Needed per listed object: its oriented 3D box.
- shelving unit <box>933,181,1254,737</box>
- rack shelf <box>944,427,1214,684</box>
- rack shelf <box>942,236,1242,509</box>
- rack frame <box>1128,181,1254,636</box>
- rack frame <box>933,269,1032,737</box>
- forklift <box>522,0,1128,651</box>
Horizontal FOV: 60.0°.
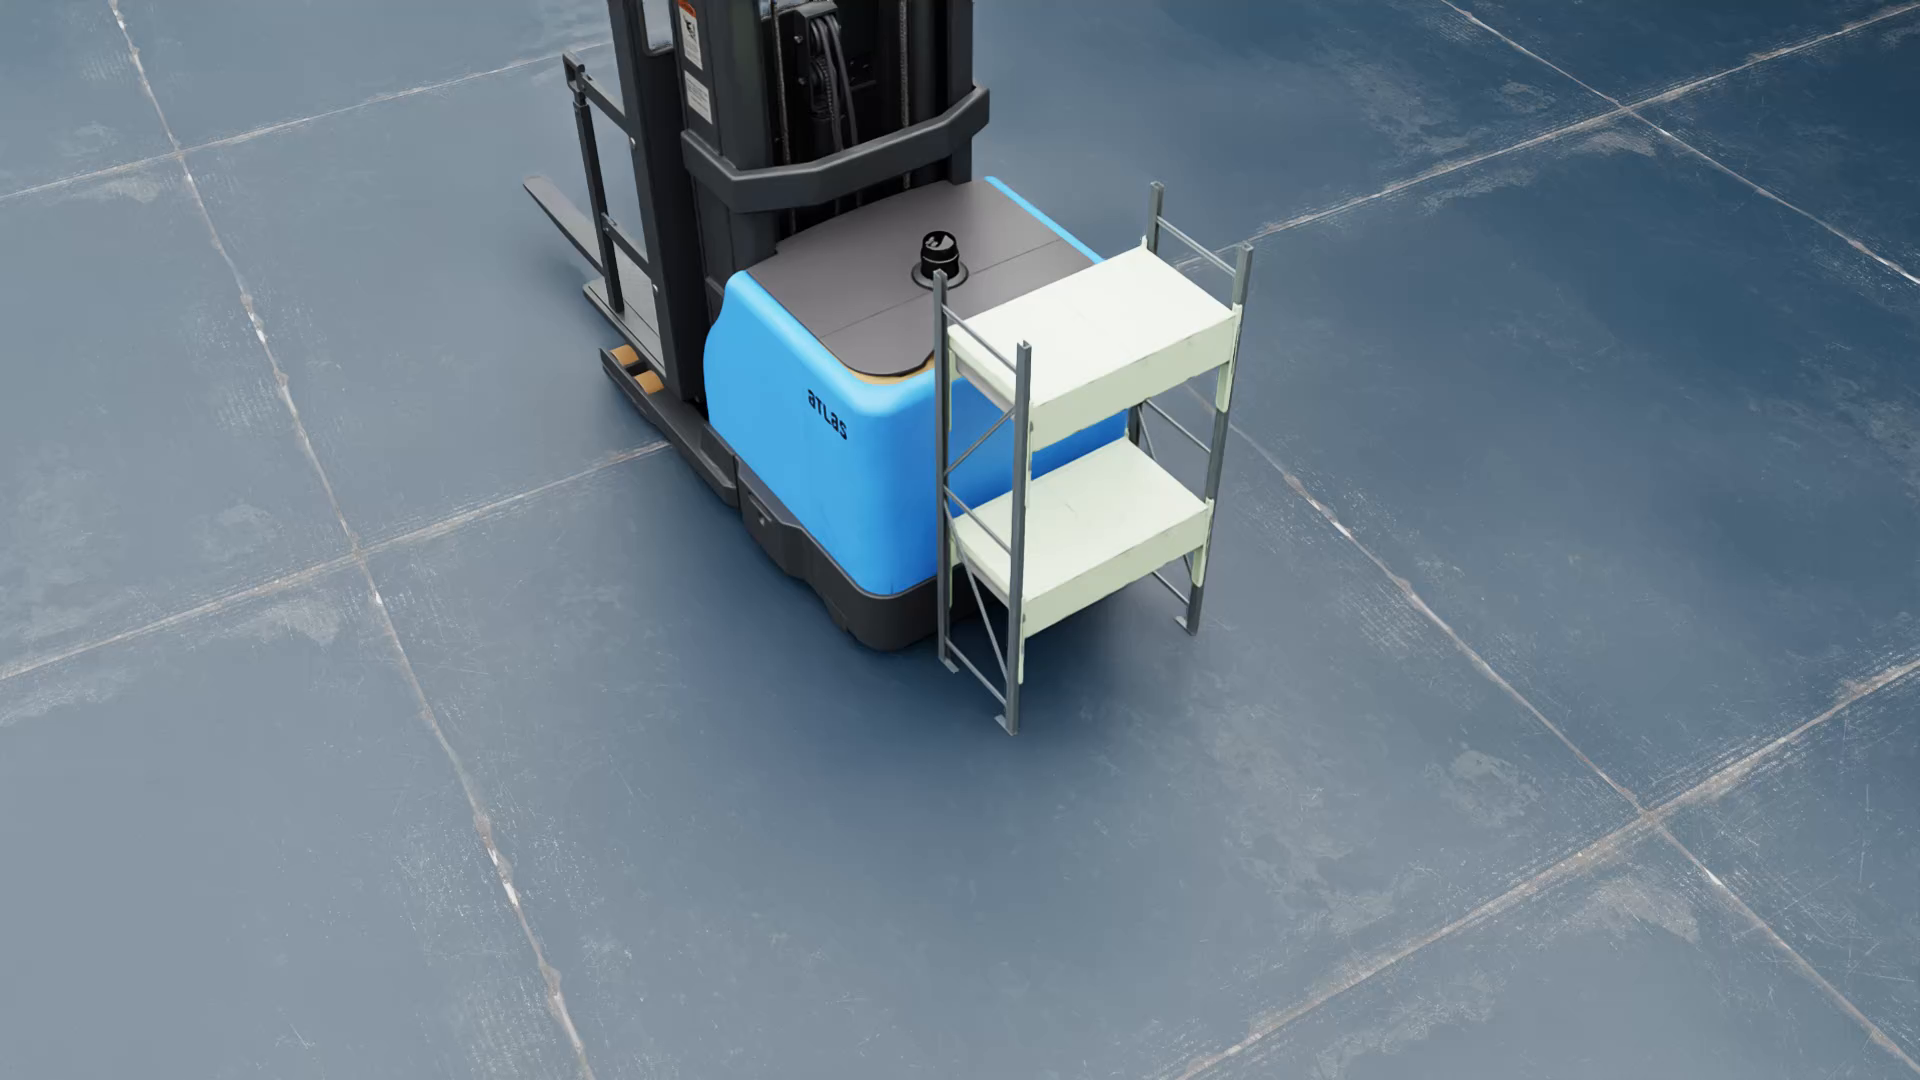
[{"bbox_3d":[0.353,-0.195,4.874,0.755,1.500,0.431,-26,50,-24],"label":"shelving unit"},{"bbox_3d":[0.353,0.038,5.102,0.720,0.370,0.431,-26,50,-24],"label":"rack shelf"},{"bbox_3d":[0.353,-0.476,4.603,0.720,0.370,0.431,-26,50,-24],"label":"rack shelf"},{"bbox_3d":[0.653,-0.342,5.025,0.023,1.500,0.400,-26,50,-24],"label":"rack frame"},{"bbox_3d":[0.054,-0.049,4.724,0.023,1.500,0.400,-26,50,-24],"label":"rack frame"},{"bbox_3d":[-0.702,-1.692,5.388,1.130,2.935,3.031,-26,50,-24],"label":"forklift"}]
